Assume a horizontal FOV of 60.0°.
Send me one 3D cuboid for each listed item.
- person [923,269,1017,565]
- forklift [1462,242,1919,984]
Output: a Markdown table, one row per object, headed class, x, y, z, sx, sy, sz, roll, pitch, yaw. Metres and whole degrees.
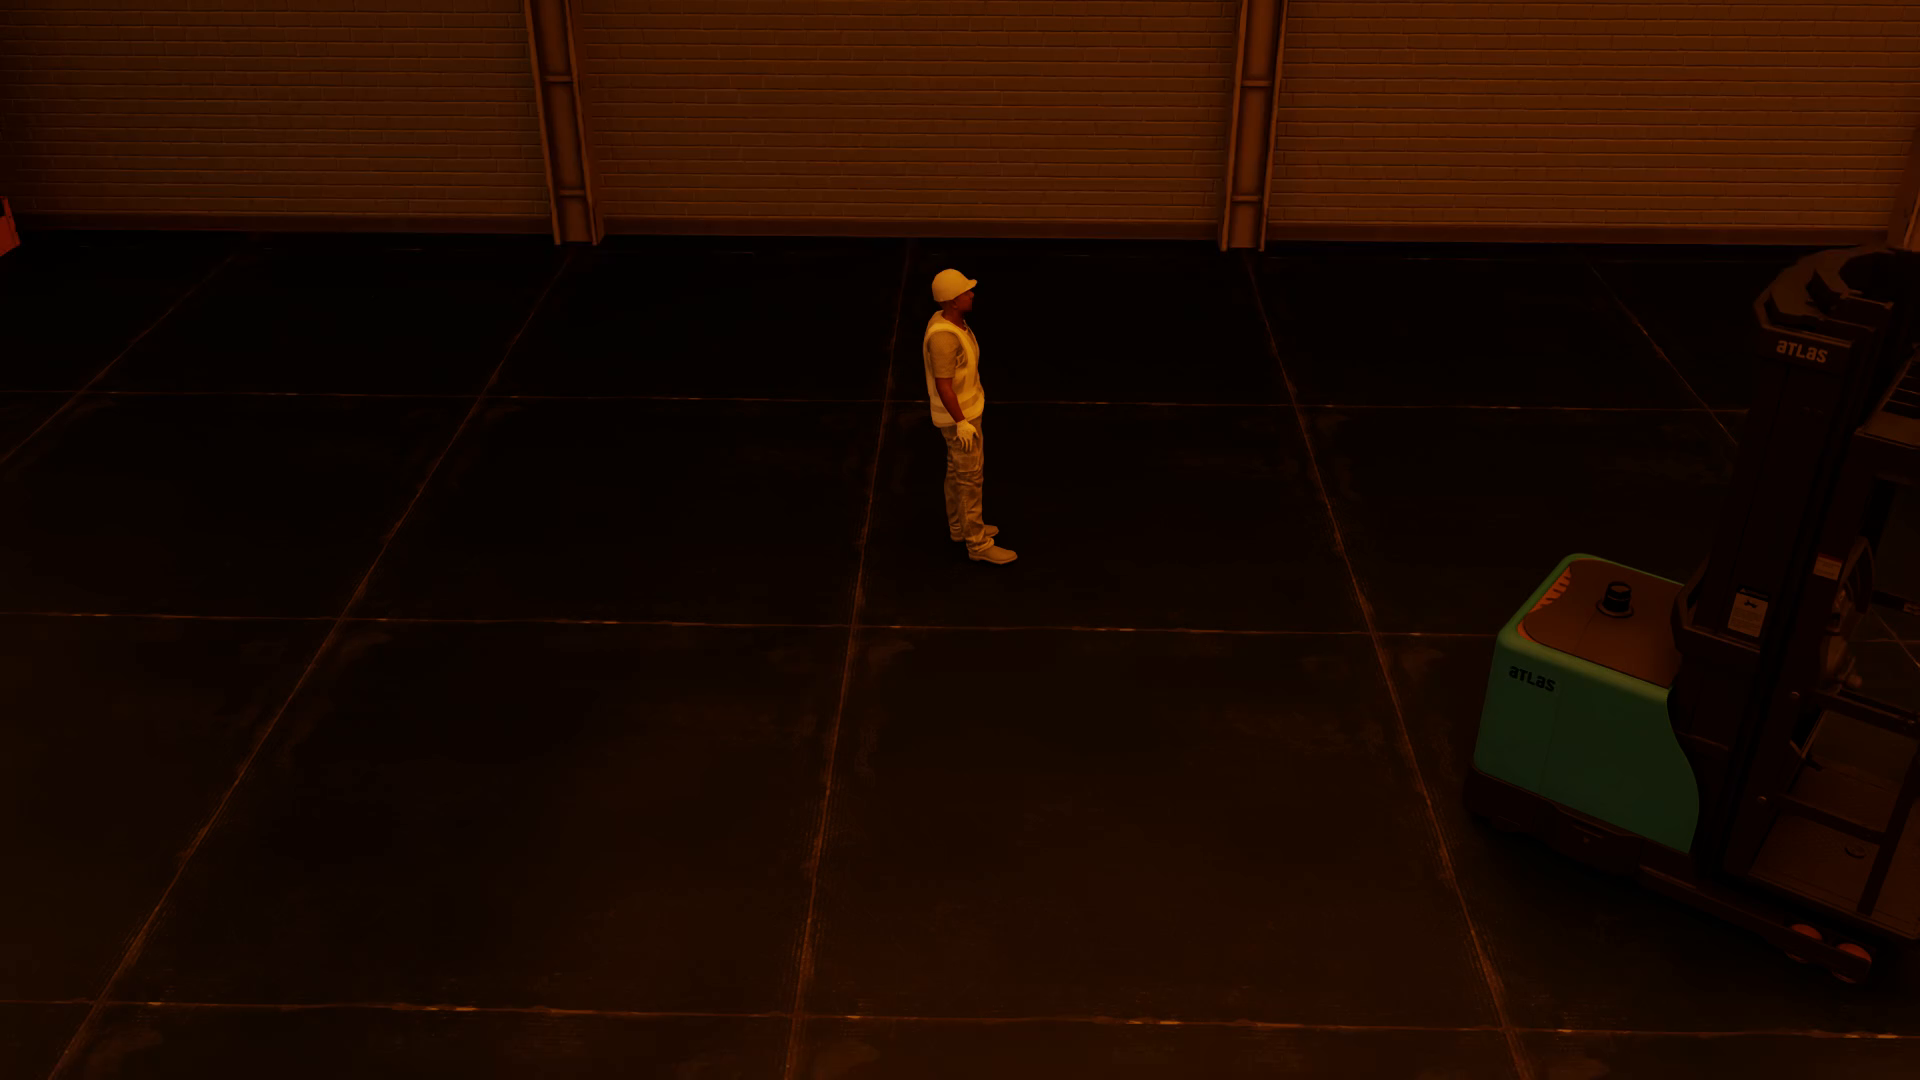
| class | x | y | z | sx | sy | sz | roll | pitch | yaw |
| --- | --- | --- | --- | --- | --- | --- | --- | --- | --- |
| person | 0.072 | -0.769 | 10.034 | 0.575 | 1.785 | 0.657 | 1 | 31 | 1 |
| forklift | 3.950 | 0.355 | 7.012 | 3.031 | 2.935 | 1.130 | 21 | 37 | 32 |
